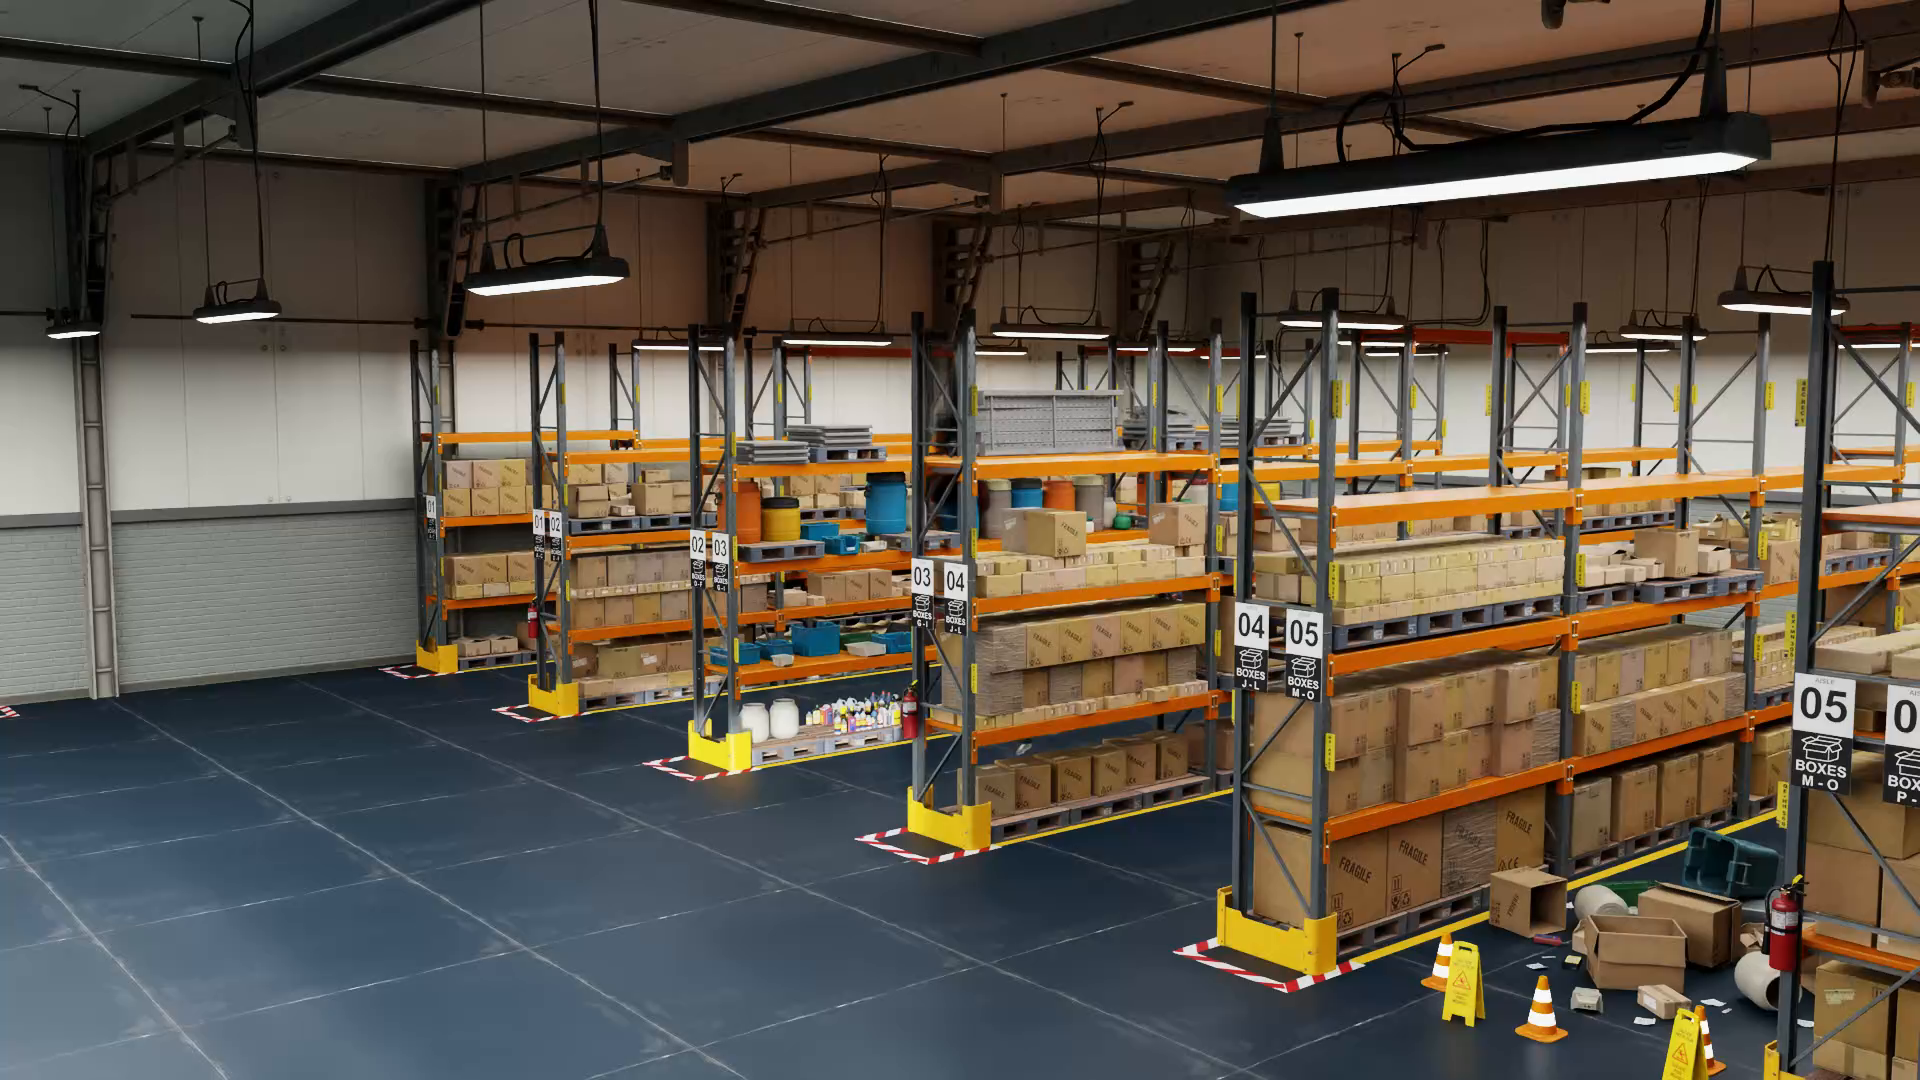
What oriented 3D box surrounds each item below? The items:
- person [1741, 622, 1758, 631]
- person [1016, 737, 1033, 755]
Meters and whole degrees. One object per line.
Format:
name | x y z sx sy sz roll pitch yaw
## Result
person | 11.753 2.041 24.826 0.724 1.654 0.625 -5 7 -44
person | 1.048 2.034 22.417 0.536 1.605 0.937 4 7 40
